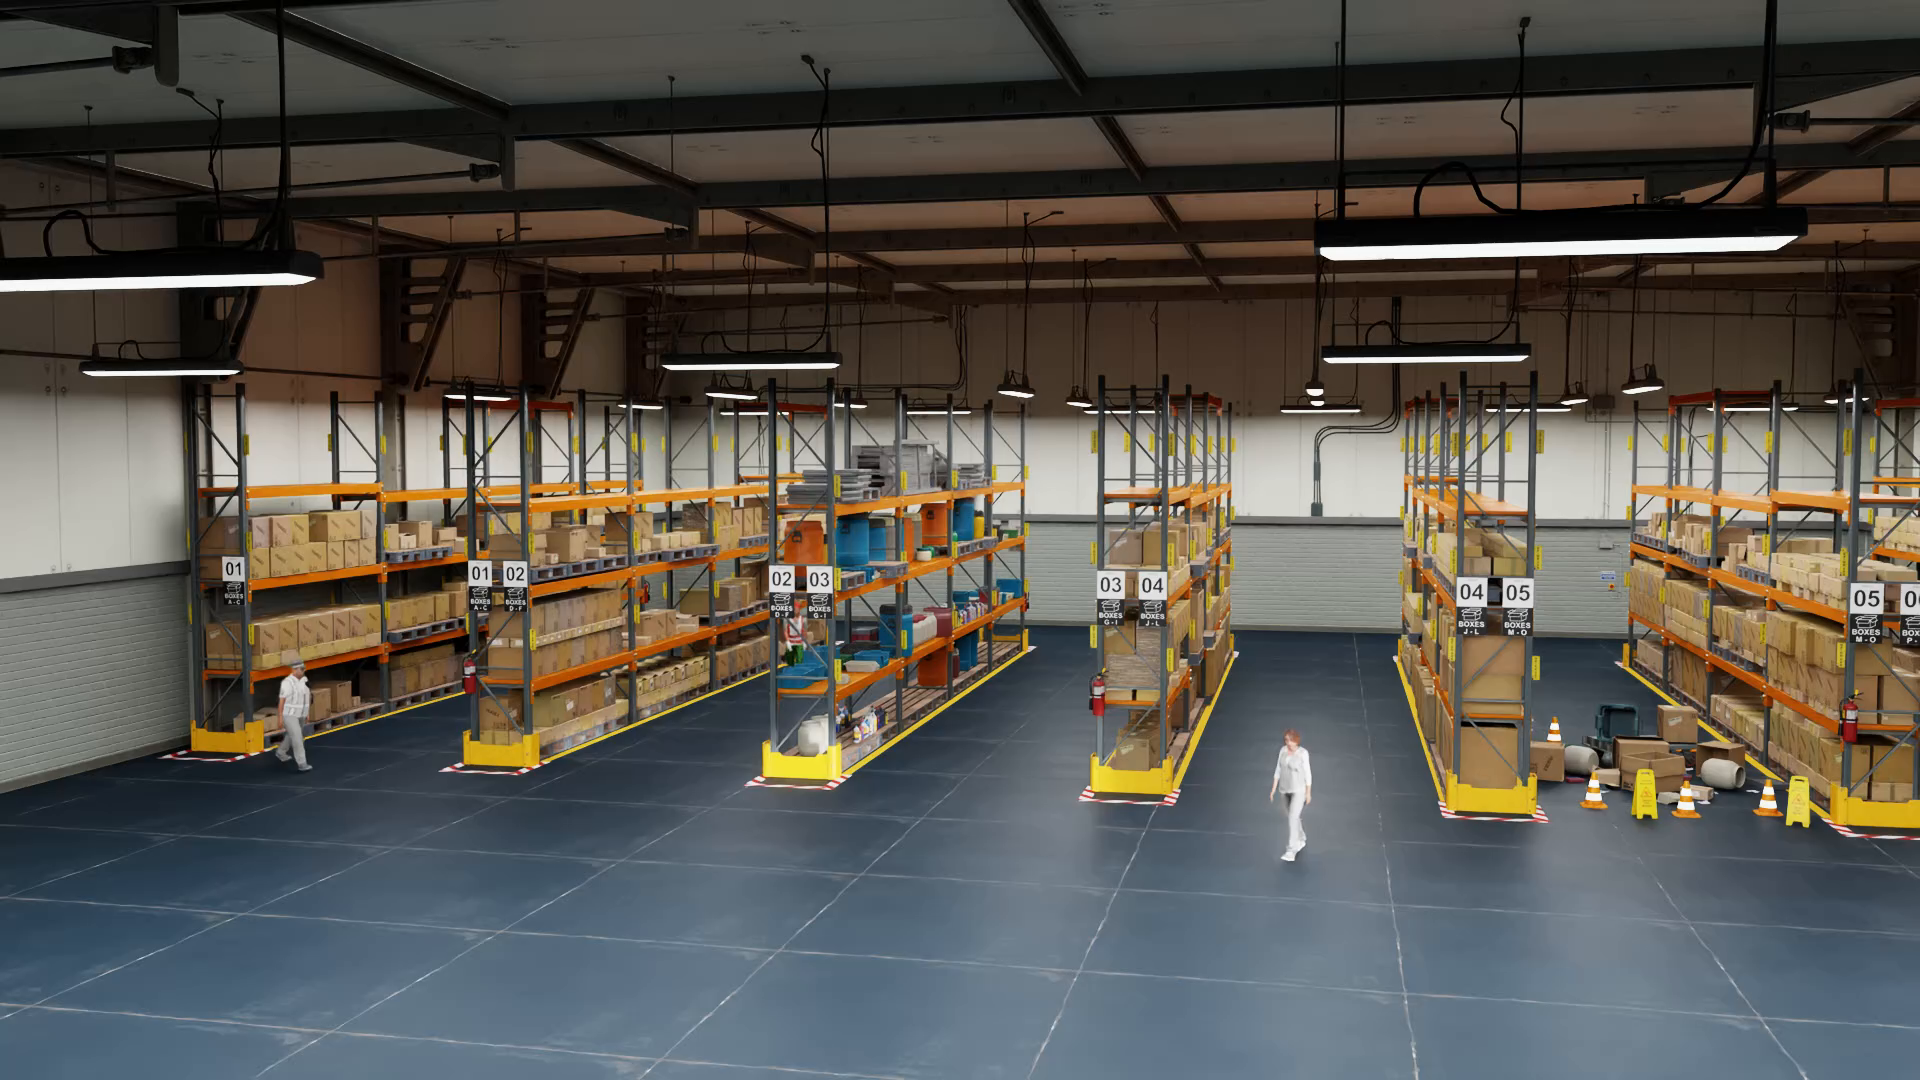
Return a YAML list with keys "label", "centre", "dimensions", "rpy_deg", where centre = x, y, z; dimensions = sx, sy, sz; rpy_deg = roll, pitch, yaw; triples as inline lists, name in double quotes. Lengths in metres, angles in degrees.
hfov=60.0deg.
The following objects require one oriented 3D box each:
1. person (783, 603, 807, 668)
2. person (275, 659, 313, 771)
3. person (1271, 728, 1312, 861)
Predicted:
- label: "person"
  centre: [-3.417, 2.161, 34.454]
  dimensions: [0.510, 1.720, 1.068]
  rpy_deg: [0, 3, -6]
- label: "person"
  centre: [-10.299, 2.677, 25.706]
  dimensions: [1.088, 1.703, 0.555]
  rpy_deg: [2, 4, 30]
- label: "person"
  centre: [4.031, 3.060, 20.173]
  dimensions: [0.818, 1.563, 0.425]
  rpy_deg: [-3, 4, -42]
